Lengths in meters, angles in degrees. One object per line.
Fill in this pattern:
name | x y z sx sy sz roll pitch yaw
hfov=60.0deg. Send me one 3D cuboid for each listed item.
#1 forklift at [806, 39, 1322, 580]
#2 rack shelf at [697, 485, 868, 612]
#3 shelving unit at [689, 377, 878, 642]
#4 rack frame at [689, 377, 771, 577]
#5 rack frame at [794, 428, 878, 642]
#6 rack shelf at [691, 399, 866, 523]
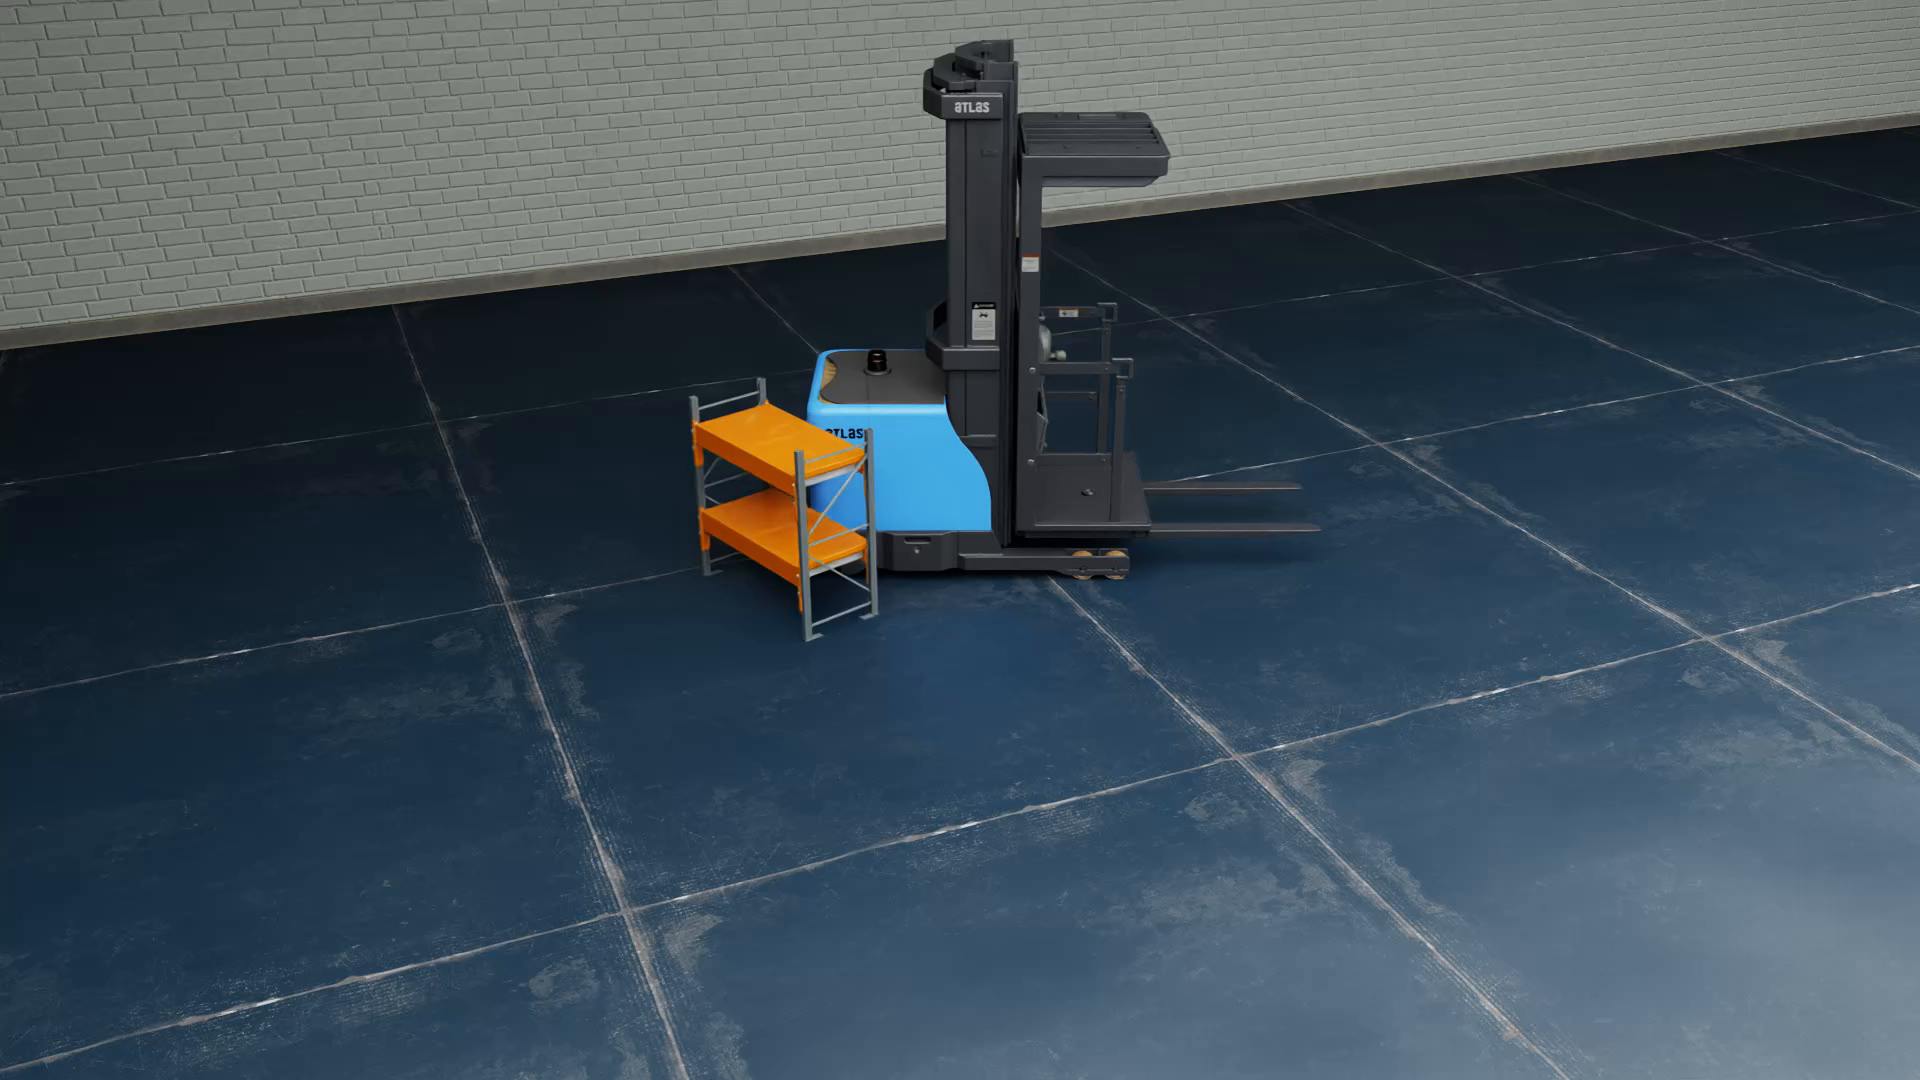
forklift | 0.631 -1.318 9.609 3.031 2.935 1.130 0 26 0
rack shelf | -0.993 0.027 9.470 0.538 0.278 1.000 -21 33 -36
shelving unit | -0.993 -0.193 9.362 0.538 1.125 1.048 -21 33 -36
rack frame | -1.323 -0.362 9.710 0.500 1.125 0.032 -21 33 -36
rack frame | -0.663 -0.023 9.015 0.500 1.125 0.032 -21 33 -36
rack shelf | -0.993 -0.456 9.234 0.538 0.278 1.000 -21 33 -36
